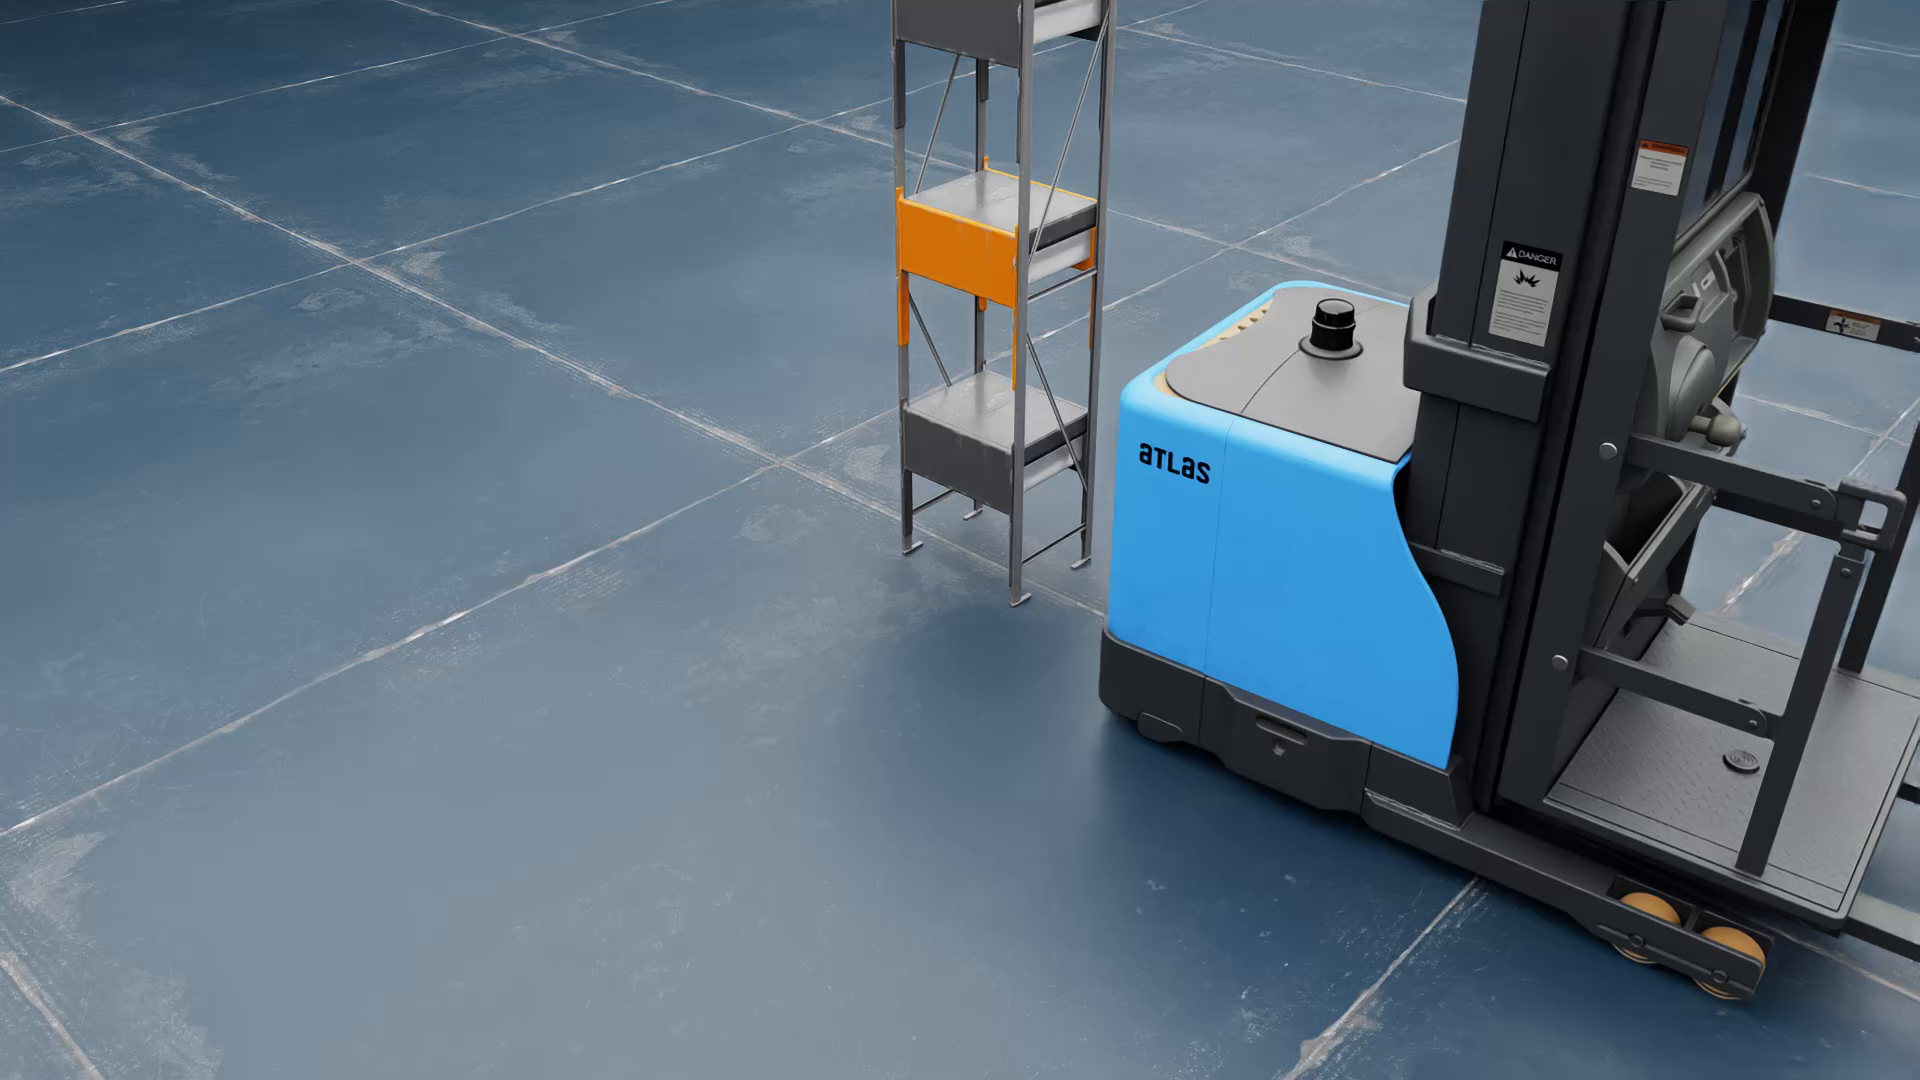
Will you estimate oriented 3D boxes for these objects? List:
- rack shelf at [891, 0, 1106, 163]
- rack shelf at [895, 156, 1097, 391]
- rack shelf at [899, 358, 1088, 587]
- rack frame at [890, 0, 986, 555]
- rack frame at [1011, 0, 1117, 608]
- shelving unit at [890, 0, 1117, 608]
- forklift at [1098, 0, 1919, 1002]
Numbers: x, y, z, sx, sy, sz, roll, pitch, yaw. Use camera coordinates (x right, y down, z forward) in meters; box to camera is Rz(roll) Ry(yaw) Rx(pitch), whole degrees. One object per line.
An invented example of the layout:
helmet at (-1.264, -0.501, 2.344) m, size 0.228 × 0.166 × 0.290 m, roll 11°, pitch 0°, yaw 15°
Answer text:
rack shelf at (0.123, -1.430, 4.759) m, size 0.480 × 0.518 × 0.431 m, roll 25°, pitch 39°, yaw 35°
rack shelf at (0.123, -0.831, 5.120) m, size 0.480 × 0.518 × 0.431 m, roll 25°, pitch 39°, yaw 35°
rack shelf at (0.123, -0.231, 5.481) m, size 0.480 × 0.518 × 0.431 m, roll 25°, pitch 39°, yaw 35°
rack frame at (-0.058, -0.927, 5.254) m, size 0.015 × 2.100 × 0.400 m, roll 25°, pitch 39°, yaw 35°
rack frame at (0.304, -0.758, 4.973) m, size 0.015 × 2.100 × 0.400 m, roll 25°, pitch 39°, yaw 35°
shelving unit at (0.123, -0.842, 5.113) m, size 0.503 × 2.100 × 0.431 m, roll 25°, pitch 39°, yaw 35°
forklift at (1.889, -0.481, 3.706) m, size 3.031 × 2.935 × 1.130 m, roll 21°, pitch 37°, yaw 31°
